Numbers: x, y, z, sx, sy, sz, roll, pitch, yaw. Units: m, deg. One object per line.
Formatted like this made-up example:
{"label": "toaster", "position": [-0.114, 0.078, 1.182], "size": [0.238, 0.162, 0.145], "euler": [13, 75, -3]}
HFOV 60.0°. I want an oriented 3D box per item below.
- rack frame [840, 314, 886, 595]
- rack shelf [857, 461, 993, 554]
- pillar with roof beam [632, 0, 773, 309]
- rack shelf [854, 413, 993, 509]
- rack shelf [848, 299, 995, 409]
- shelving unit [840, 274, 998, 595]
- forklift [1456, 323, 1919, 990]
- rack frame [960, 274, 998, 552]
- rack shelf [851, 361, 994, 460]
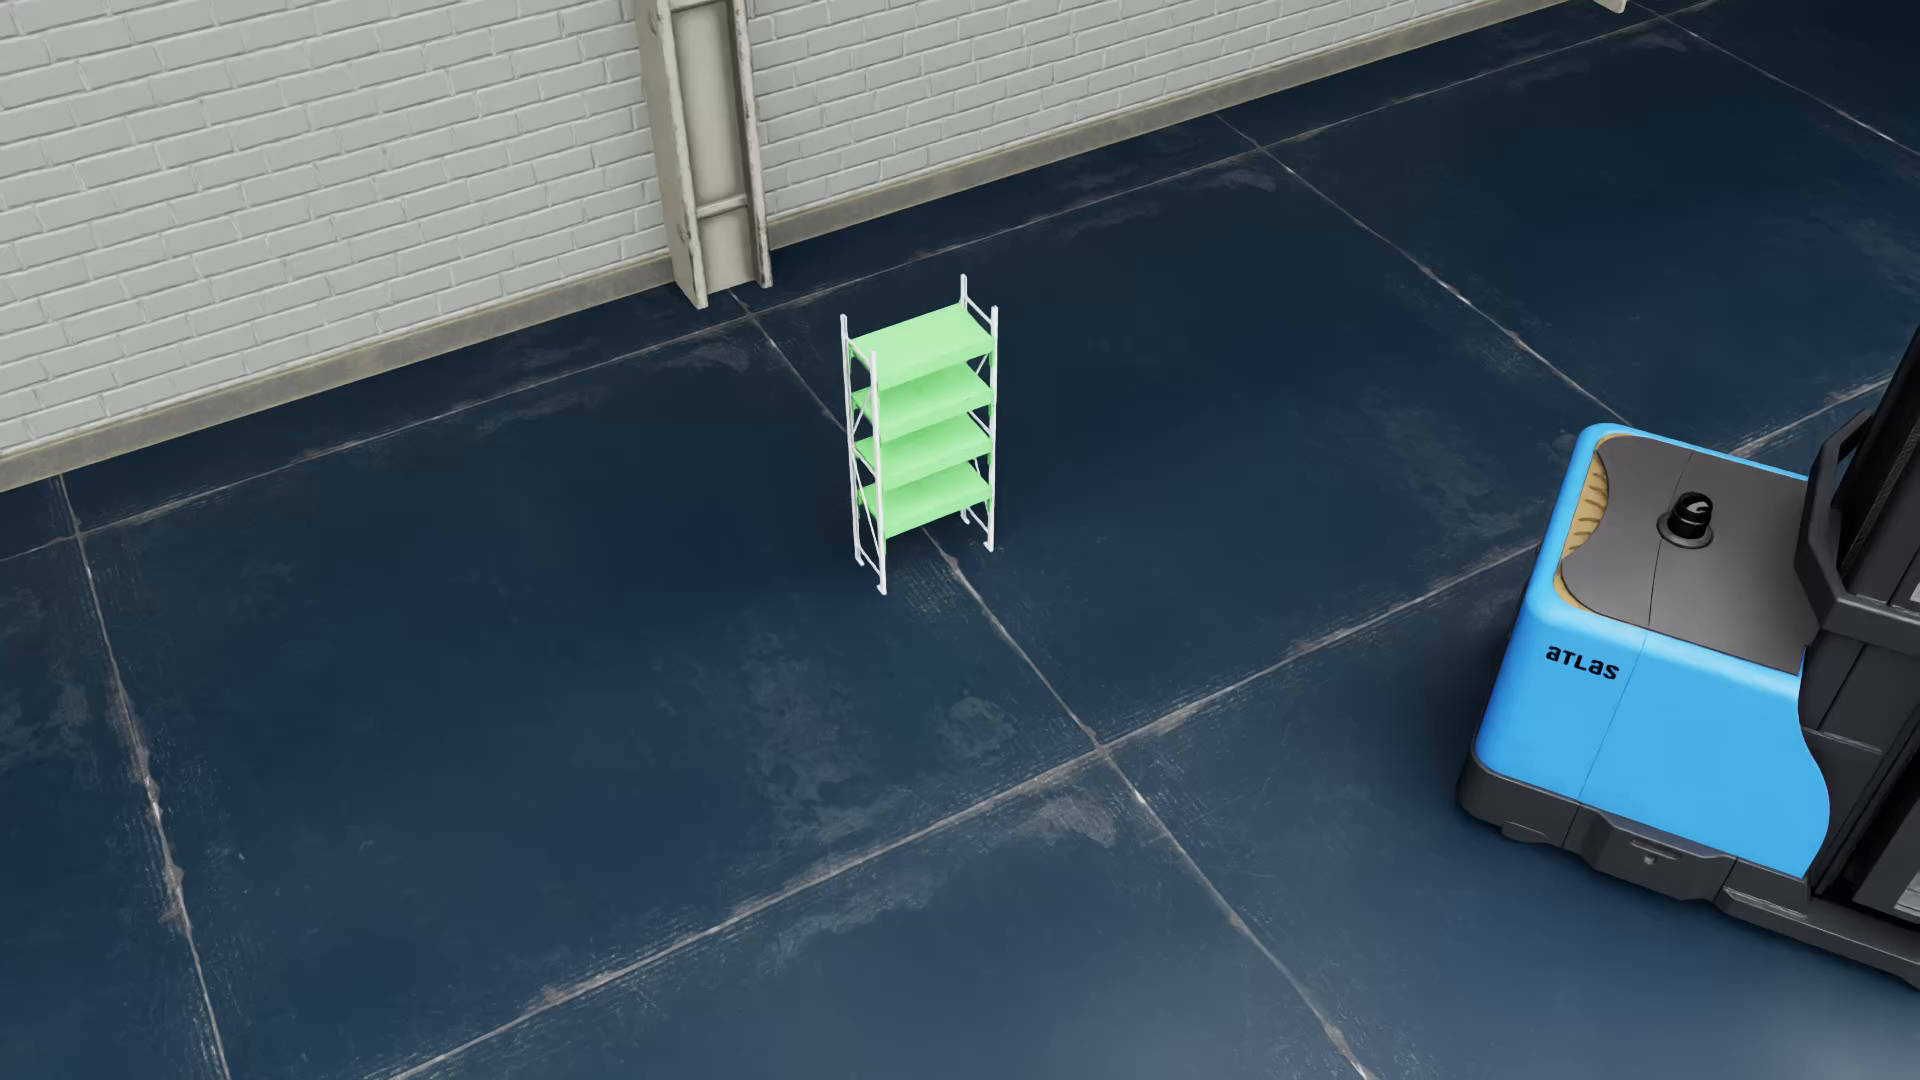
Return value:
{"label": "rack frame", "position": [-0.355, -0.288, 6.186], "size": [0.015, 1.200, 0.240], "euler": [-22, 48, -21]}
{"label": "rack shelf", "position": [-0.144, -0.155, 6.485], "size": [0.480, 0.148, 0.258], "euler": [-22, 48, -21]}
{"label": "pillar with roof beam", "position": [0.998, -1.881, 2.227], "size": [0.400, 9.000, 9.100], "euler": [-22, 48, -21]}
{"label": "rack shelf", "position": [-0.144, -0.327, 6.317], "size": [0.480, 0.148, 0.258], "euler": [-22, 48, -21]}
{"label": "rack shelf", "position": [-0.144, -0.672, 5.983], "size": [0.480, 0.148, 0.258], "euler": [-22, 48, -21]}
{"label": "shelving unit", "position": [-0.144, -0.373, 6.273], "size": [0.503, 1.200, 0.258], "euler": [-22, 48, -21]}
{"label": "forklift", "position": [3.268, 0.050, 4.594], "size": [3.031, 2.935, 1.130], "euler": [19, 47, 18]}
{"label": "rack frame", "position": [0.068, -0.458, 6.360], "size": [0.015, 1.200, 0.240], "euler": [-22, 48, -21]}
{"label": "rack shelf", "position": [-0.144, -0.499, 6.150], "size": [0.480, 0.148, 0.258], "euler": [-22, 48, -21]}
